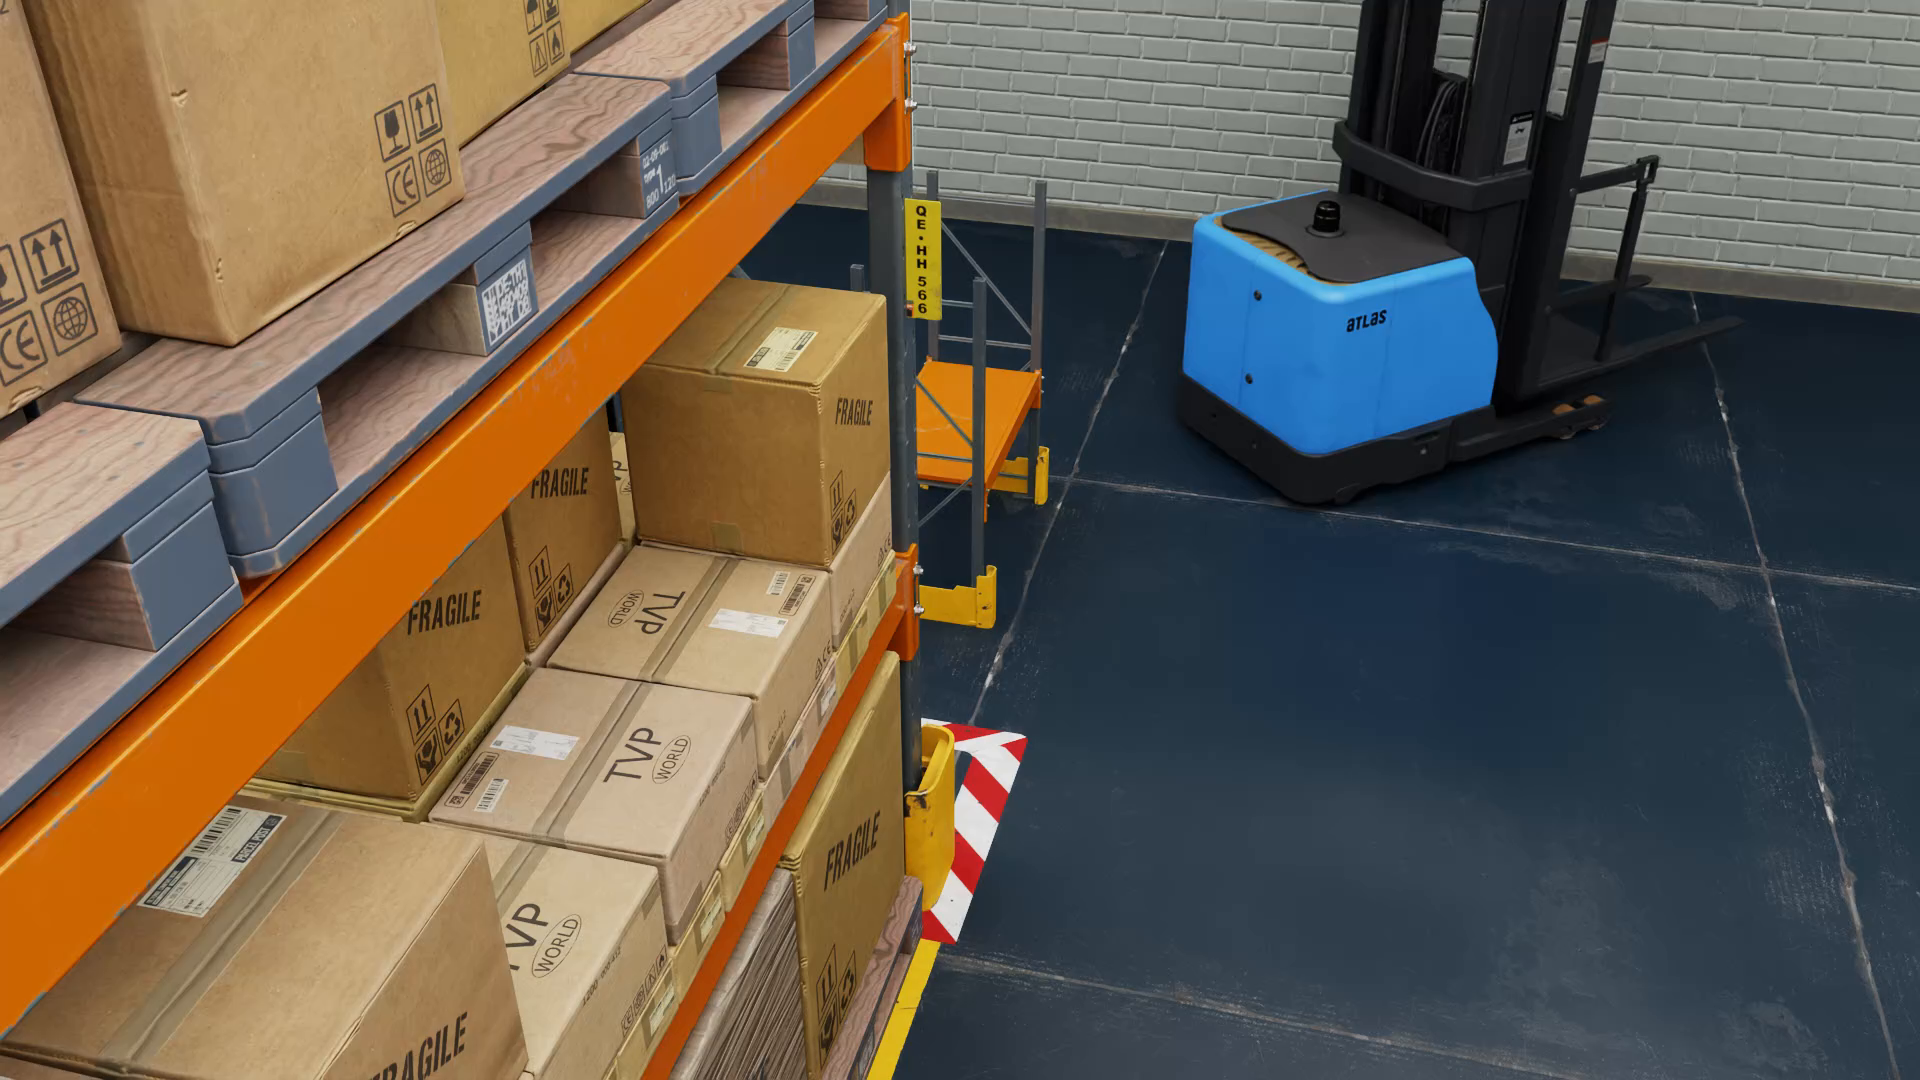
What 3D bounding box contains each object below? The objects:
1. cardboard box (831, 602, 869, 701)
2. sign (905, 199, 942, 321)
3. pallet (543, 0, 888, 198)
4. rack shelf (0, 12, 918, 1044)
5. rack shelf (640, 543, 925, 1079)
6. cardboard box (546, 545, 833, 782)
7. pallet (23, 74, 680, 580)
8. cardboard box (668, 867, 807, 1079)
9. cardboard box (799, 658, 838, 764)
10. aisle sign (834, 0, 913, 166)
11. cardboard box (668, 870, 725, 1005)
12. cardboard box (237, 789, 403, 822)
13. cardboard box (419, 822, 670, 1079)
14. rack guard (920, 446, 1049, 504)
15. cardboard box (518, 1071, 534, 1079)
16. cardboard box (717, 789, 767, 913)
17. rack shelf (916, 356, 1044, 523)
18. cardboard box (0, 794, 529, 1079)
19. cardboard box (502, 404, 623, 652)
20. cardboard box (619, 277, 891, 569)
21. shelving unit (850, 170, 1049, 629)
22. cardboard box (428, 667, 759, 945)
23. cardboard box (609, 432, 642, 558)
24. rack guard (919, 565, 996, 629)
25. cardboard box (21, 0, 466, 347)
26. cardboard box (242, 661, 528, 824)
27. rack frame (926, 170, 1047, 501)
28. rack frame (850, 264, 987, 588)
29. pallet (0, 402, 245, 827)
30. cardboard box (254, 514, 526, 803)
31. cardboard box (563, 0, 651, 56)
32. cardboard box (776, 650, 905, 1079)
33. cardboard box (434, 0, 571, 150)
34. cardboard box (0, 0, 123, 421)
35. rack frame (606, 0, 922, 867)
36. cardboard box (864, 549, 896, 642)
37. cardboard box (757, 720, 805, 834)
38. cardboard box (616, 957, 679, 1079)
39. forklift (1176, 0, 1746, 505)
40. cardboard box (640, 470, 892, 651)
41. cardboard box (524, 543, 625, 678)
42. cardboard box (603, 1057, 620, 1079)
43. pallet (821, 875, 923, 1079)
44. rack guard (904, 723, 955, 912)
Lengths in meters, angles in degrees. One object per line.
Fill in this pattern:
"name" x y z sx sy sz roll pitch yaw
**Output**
"cardboard box" -0.455 0.258 4.282 0.380 0.149 0.250 8 33 13
"sign" -0.097 -0.720 4.287 0.100 0.325 0.005 8 33 12
"pallet" -0.797 -1.055 3.400 1.003 0.211 1.213 8 33 12
"rack shelf" -1.126 -0.137 2.544 1.077 0.370 4.000 8 33 12
"rack shelf" -1.126 1.129 3.349 1.077 0.370 4.000 8 33 12
"cardboard box" -0.614 0.276 3.883 0.500 0.250 0.500 7 33 12
"pallet" -1.104 -0.420 2.401 1.003 0.211 1.213 8 33 12
"cardboard box" -0.935 1.322 3.964 0.875 0.875 0.875 8 33 12
"cardboard box" -0.520 0.389 4.077 0.380 0.149 0.250 8 33 12
"aisle sign" -0.310 -1.306 4.086 0.394 0.787 0.004 8 33 12
"cardboard box" -0.714 0.788 3.449 0.380 0.149 0.250 8 33 13
"cardboard box" -1.385 0.740 3.153 0.500 0.250 0.500 7 33 11
"cardboard box" -0.871 0.811 3.041 0.500 0.250 0.500 8 33 12
"rack guard" 0.107 -0.324 7.527 0.587 0.250 0.087 8 33 12
"cardboard box" -1.004 1.066 2.640 0.500 0.250 0.500 9 33 14
"cardboard box" -0.648 0.653 3.661 0.380 0.149 0.250 7 33 11
"rack shelf" -0.022 -0.437 6.874 0.538 0.185 1.000 8 33 12
"cardboard box" -1.005 0.745 2.445 0.500 0.500 0.500 7 33 11
"cardboard box" -1.128 -0.120 3.806 0.500 0.500 0.500 7 33 11
"cardboard box" -0.488 -0.303 4.094 0.500 0.500 0.500 8 33 13
"shelving unit" -0.019 -0.593 6.785 0.587 1.500 1.083 8 33 12
"cardboard box" -0.743 0.540 3.467 0.500 0.250 0.500 7 33 11
"cardboard box" -1.002 -0.063 4.415 0.500 0.250 0.500 7 33 11
"rack guard" -0.146 0.193 6.714 0.587 0.250 0.087 8 33 12
"cardboard box" -1.082 -0.609 2.039 0.700 0.500 0.500 9 34 14
"cardboard box" -1.258 0.468 3.580 0.500 0.250 0.500 7 33 11
"rack frame" 0.107 -0.852 7.193 0.500 1.500 0.032 8 33 12
"rack frame" -0.151 -0.325 6.363 0.500 1.500 0.032 8 33 12
"pallet" -1.416 0.211 1.408 1.003 0.211 1.213 8 33 12
"cardboard box" -1.254 0.150 3.382 0.500 0.500 0.500 7 33 11
"cardboard box" -0.958 -1.188 2.948 0.700 0.500 0.500 7 33 11
"cardboard box" -0.704 0.850 4.707 0.875 0.875 0.875 8 33 12
"cardboard box" -1.042 -0.913 2.516 0.700 0.500 0.500 6 33 9
"cardboard box" -1.352 -0.357 1.642 0.700 0.500 0.500 10 34 15
"rack frame" -0.619 -0.213 4.789 1.000 3.000 0.127 8 33 12
"cardboard box" -0.390 0.123 4.495 0.380 0.149 0.250 9 33 13
"cardboard box" -0.584 0.518 3.873 0.380 0.149 0.250 9 33 13
"cardboard box" -0.779 0.916 3.247 0.380 0.149 0.250 9 33 13
"forklift" 2.590 -1.953 7.590 3.031 2.935 1.130 -16 36 -24
"cardboard box" -0.485 0.013 4.297 0.500 0.250 0.500 7 33 12
"cardboard box" -1.127 0.208 3.989 0.500 0.250 0.500 8 33 12
"cardboard box" -0.843 1.052 3.034 0.380 0.149 0.250 7 33 11
"pallet" -0.746 1.390 4.867 1.003 0.211 1.213 8 33 12
"rack guard" -0.613 0.830 5.479 1.175 0.500 0.348 8 33 12
